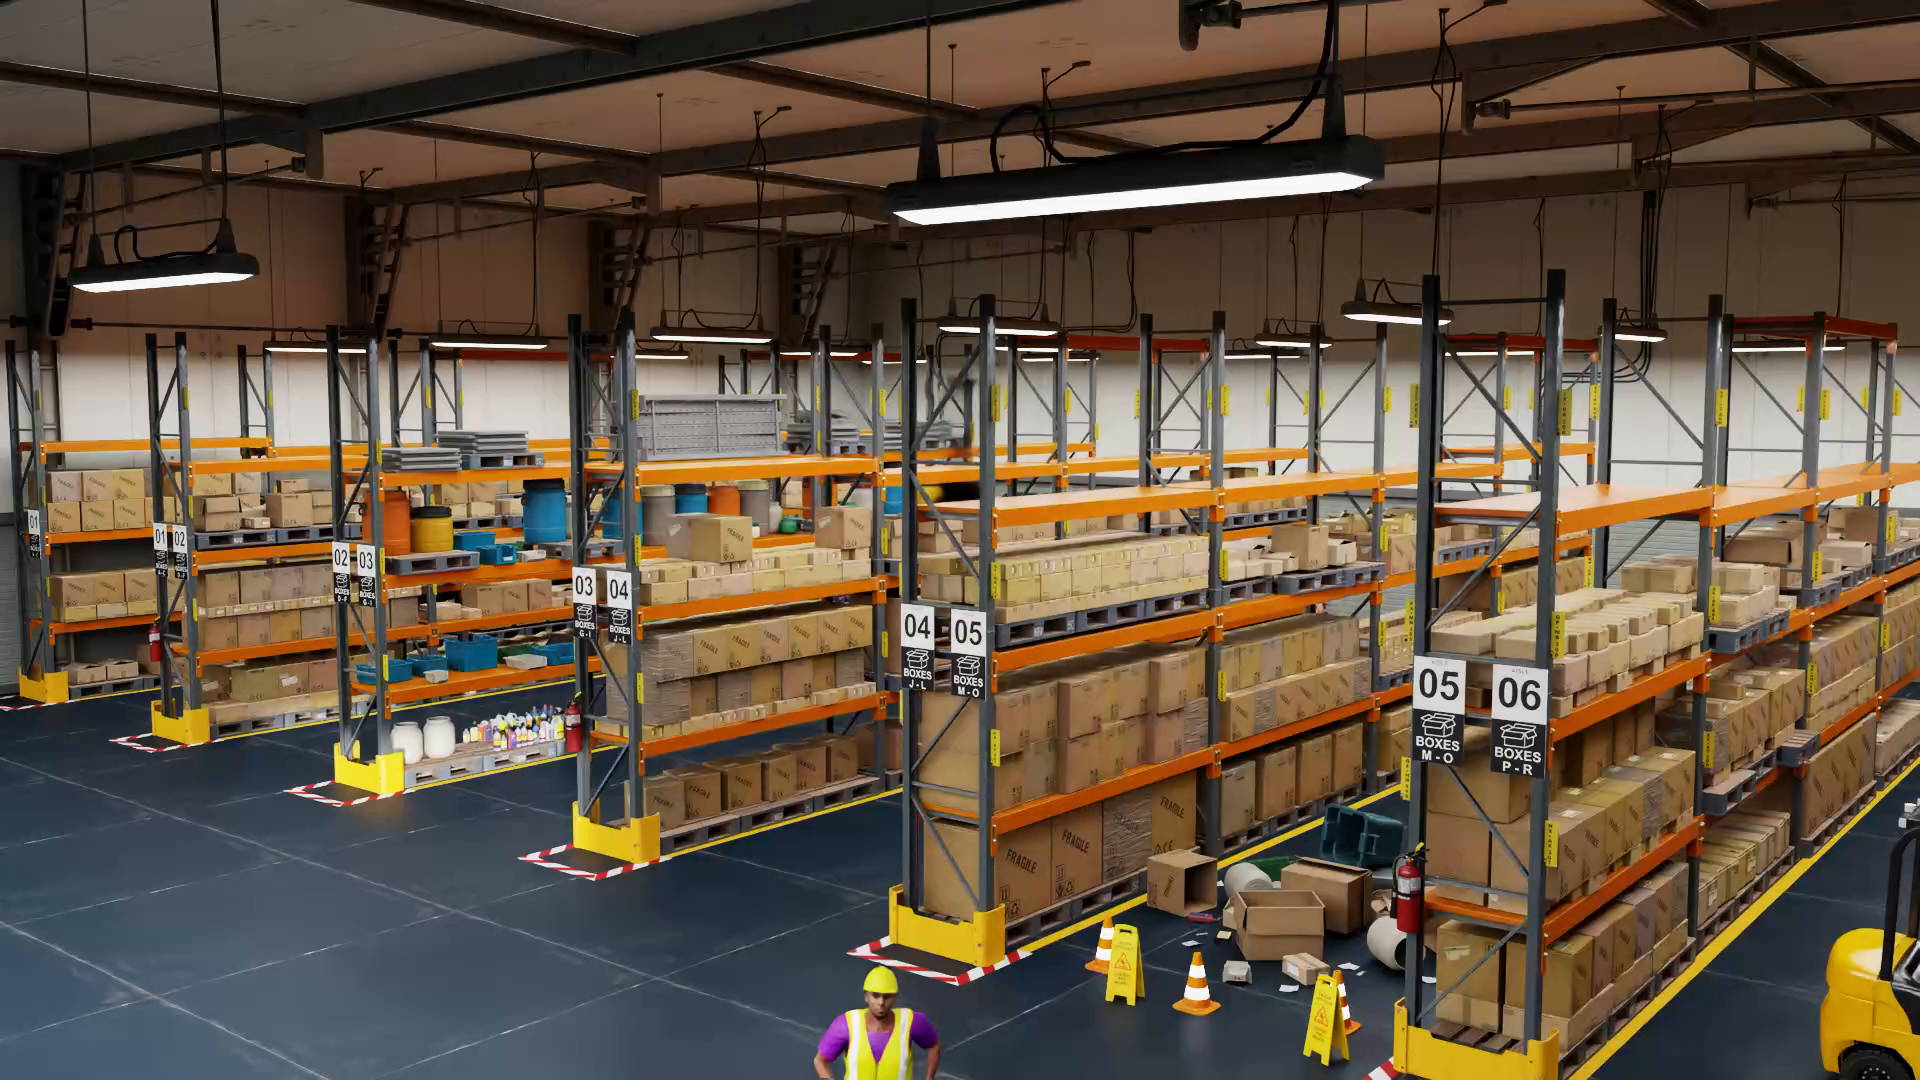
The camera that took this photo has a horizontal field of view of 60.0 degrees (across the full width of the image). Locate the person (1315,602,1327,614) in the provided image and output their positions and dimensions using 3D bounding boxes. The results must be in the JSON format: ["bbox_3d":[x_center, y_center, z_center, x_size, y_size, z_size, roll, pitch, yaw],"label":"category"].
[{"bbox_3d":[6.058,1.837,27.972,0.590,1.626,0.555,4,6,37],"label":"person"}]

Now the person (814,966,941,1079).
[{"bbox_3d":[-0.500,3.394,9.824,0.742,1.767,0.989,0,5,4],"label":"person"}]
